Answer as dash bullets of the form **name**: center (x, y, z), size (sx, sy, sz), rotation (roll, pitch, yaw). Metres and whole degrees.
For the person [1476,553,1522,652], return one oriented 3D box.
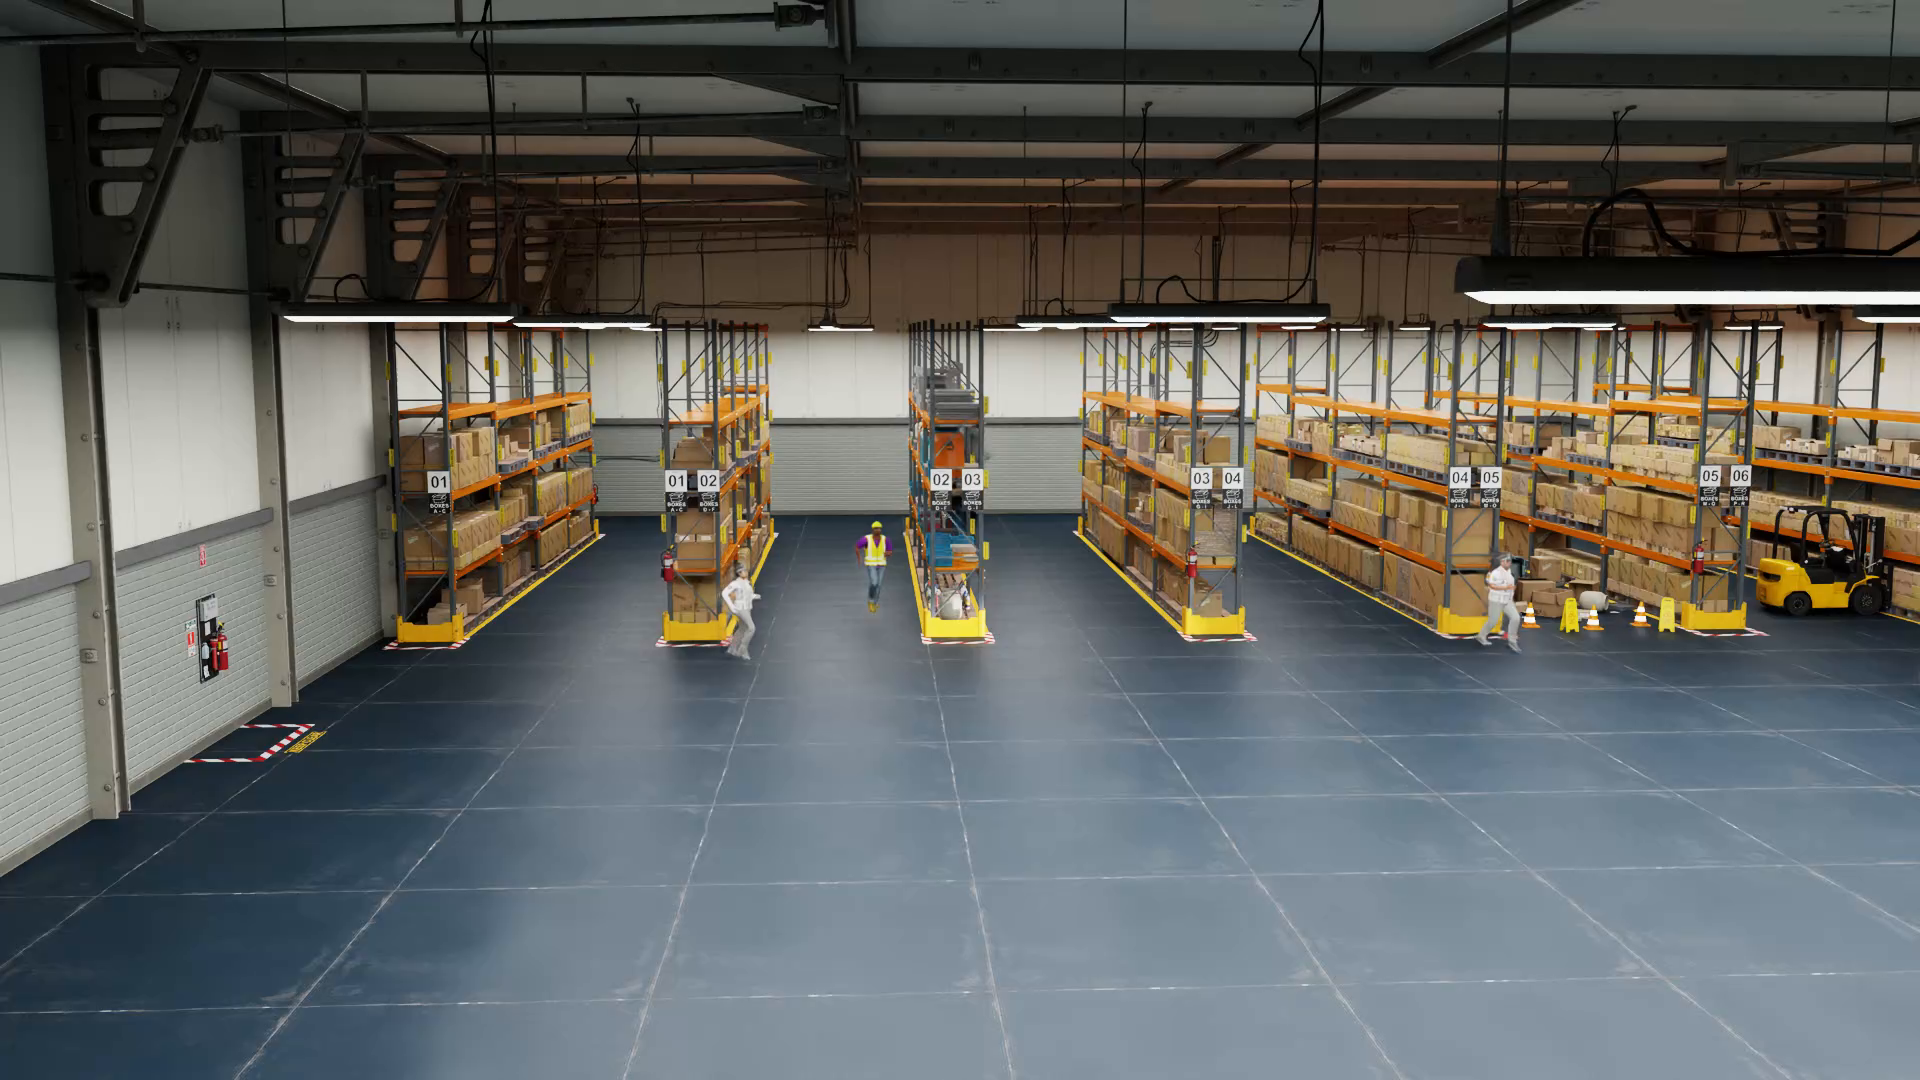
- **person**: center (9.819, 1.132, 30.282), size (0.681, 1.833, 0.845), rotation (-5, 9, -35)

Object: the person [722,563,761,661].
- **person**: center (-3.819, 1.269, 29.357), size (0.697, 1.729, 0.556), rotation (3, 7, 20)

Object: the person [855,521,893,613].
- **person**: center (-1.652, 0.535, 32.745), size (0.692, 1.802, 0.660), rotation (-3, 8, -21)
